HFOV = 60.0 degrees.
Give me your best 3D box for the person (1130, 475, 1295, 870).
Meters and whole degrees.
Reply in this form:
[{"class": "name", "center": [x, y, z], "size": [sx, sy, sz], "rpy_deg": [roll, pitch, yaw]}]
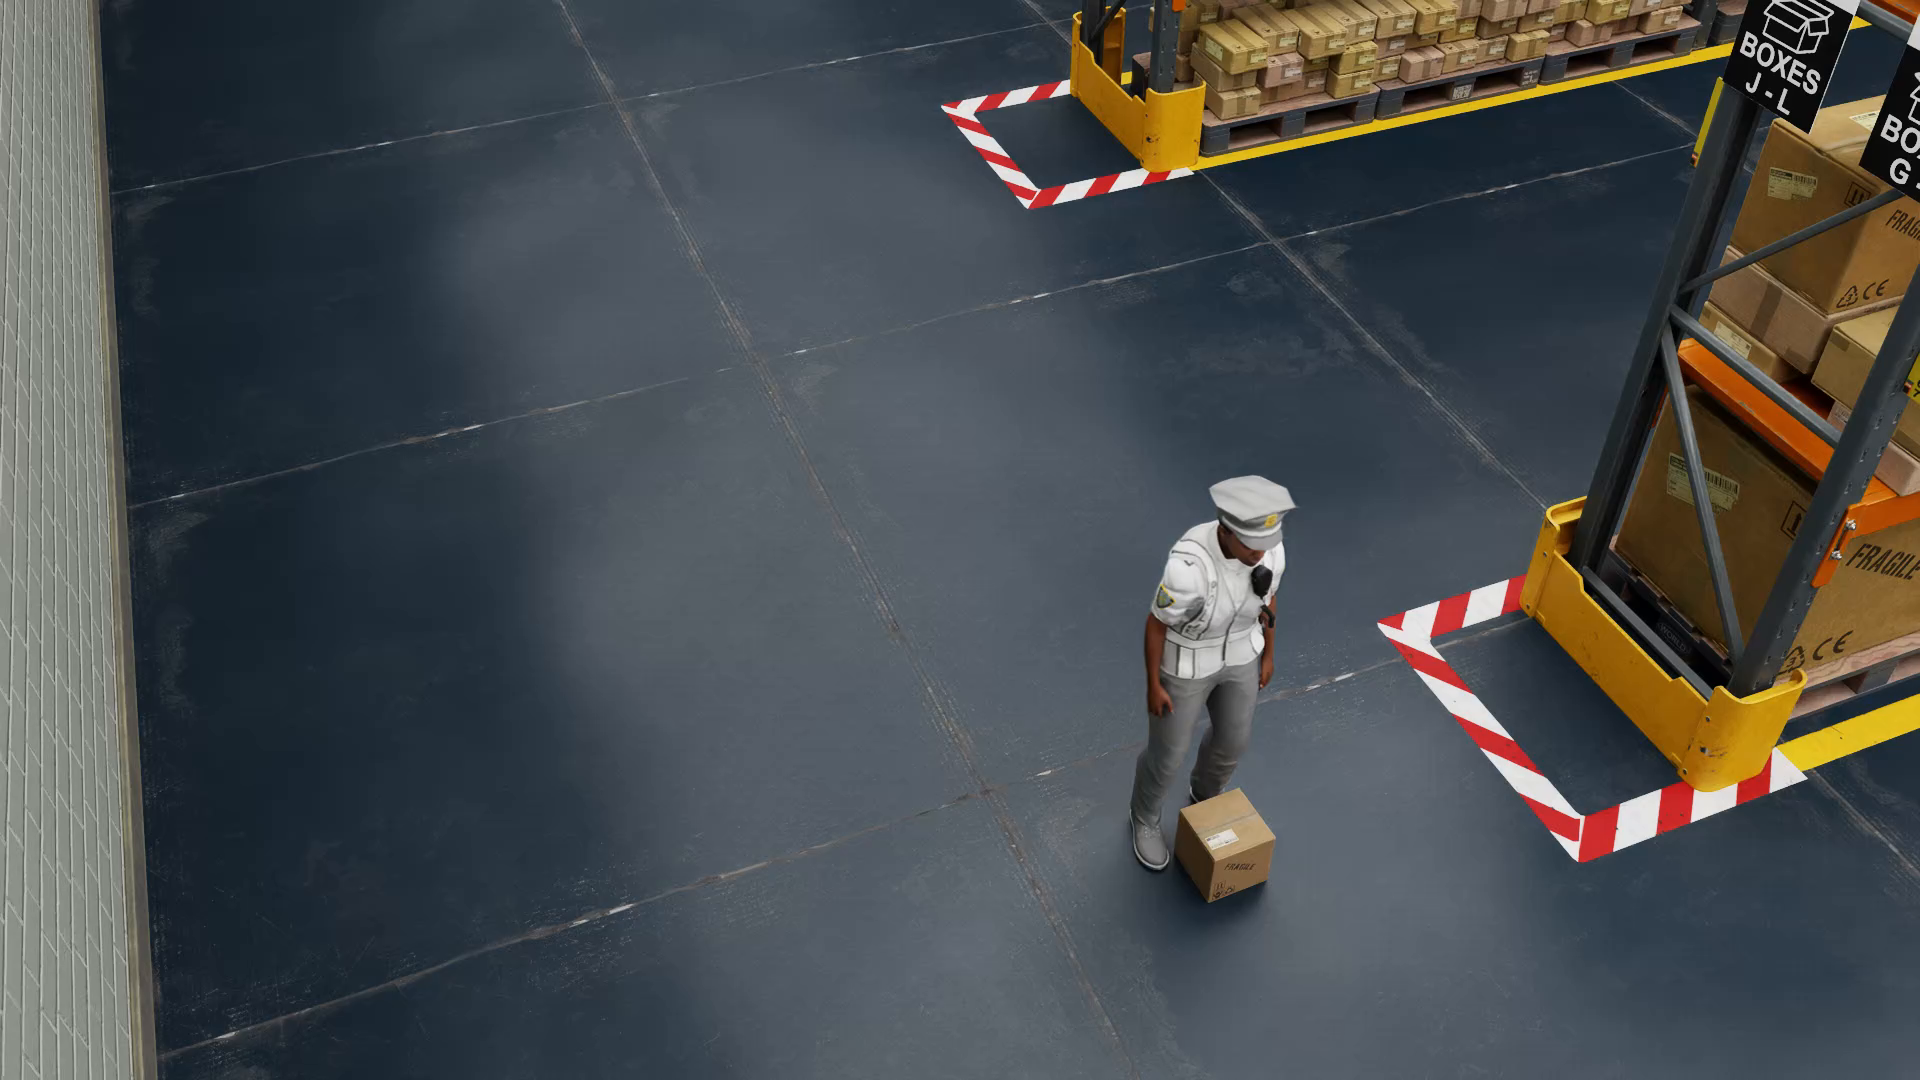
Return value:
[{"class": "person", "center": [0.848, 0.434, 5.679], "size": [0.504, 1.659, 0.394], "rpy_deg": [-15, 44, -16]}]
